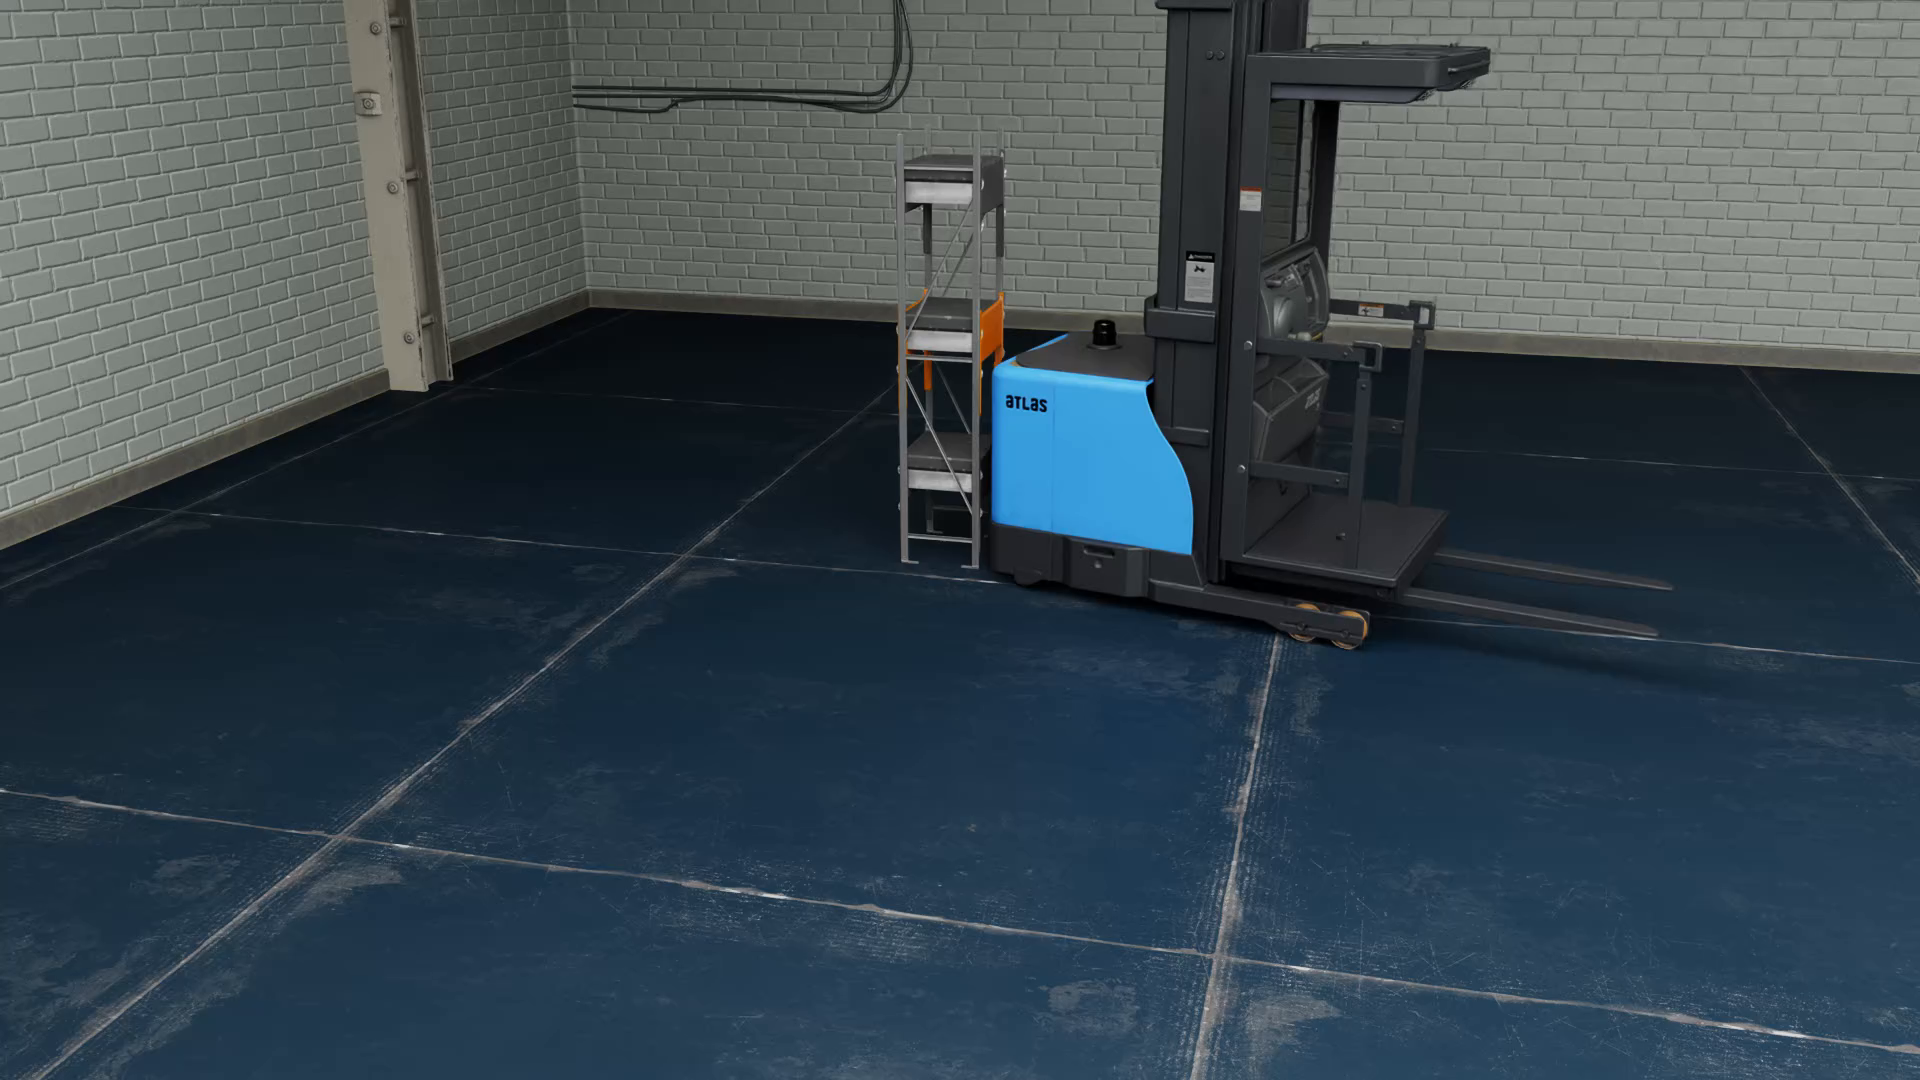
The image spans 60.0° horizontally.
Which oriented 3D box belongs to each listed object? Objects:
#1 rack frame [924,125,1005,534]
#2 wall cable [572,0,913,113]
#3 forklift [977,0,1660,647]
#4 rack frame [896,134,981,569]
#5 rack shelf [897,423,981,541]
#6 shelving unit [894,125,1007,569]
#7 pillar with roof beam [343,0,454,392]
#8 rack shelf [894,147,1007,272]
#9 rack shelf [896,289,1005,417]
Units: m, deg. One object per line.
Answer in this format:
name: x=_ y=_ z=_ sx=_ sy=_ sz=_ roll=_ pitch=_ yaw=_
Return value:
rack frame: x=0.019 y=-1.019 z=8.420 sx=0.400 sy=2.100 sz=0.015 roll=5 pitch=19 yaw=14
wall cable: x=-1.884 y=-4.731 z=13.421 sx=3.097 sy=2.526 sz=0.112 roll=5 pitch=19 yaw=13
forklift: x=1.631 y=-1.113 z=7.411 sx=3.031 sy=2.935 sz=1.130 roll=10 pitch=21 yaw=26
rack frame: x=-0.103 y=-0.866 z=7.973 sx=0.400 sy=2.100 sz=0.015 roll=5 pitch=19 yaw=14
rack shelf: x=-0.043 y=-0.267 z=8.428 sx=0.431 sy=0.518 sz=0.480 roll=5 pitch=19 yaw=14
shelving unit: x=-0.042 y=-0.942 z=8.197 sx=0.431 sy=2.100 sz=0.503 roll=5 pitch=19 yaw=14
pillar with roof beam: x=0.289 y=-5.042 z=9.526 sx=9.100 sy=9.000 sz=0.400 roll=5 pitch=19 yaw=13
rack shelf: x=-0.041 y=-1.592 z=7.975 sx=0.431 sy=0.518 sz=0.480 roll=5 pitch=19 yaw=14
rack shelf: x=-0.042 y=-0.929 z=8.201 sx=0.431 sy=0.518 sz=0.480 roll=5 pitch=19 yaw=14
